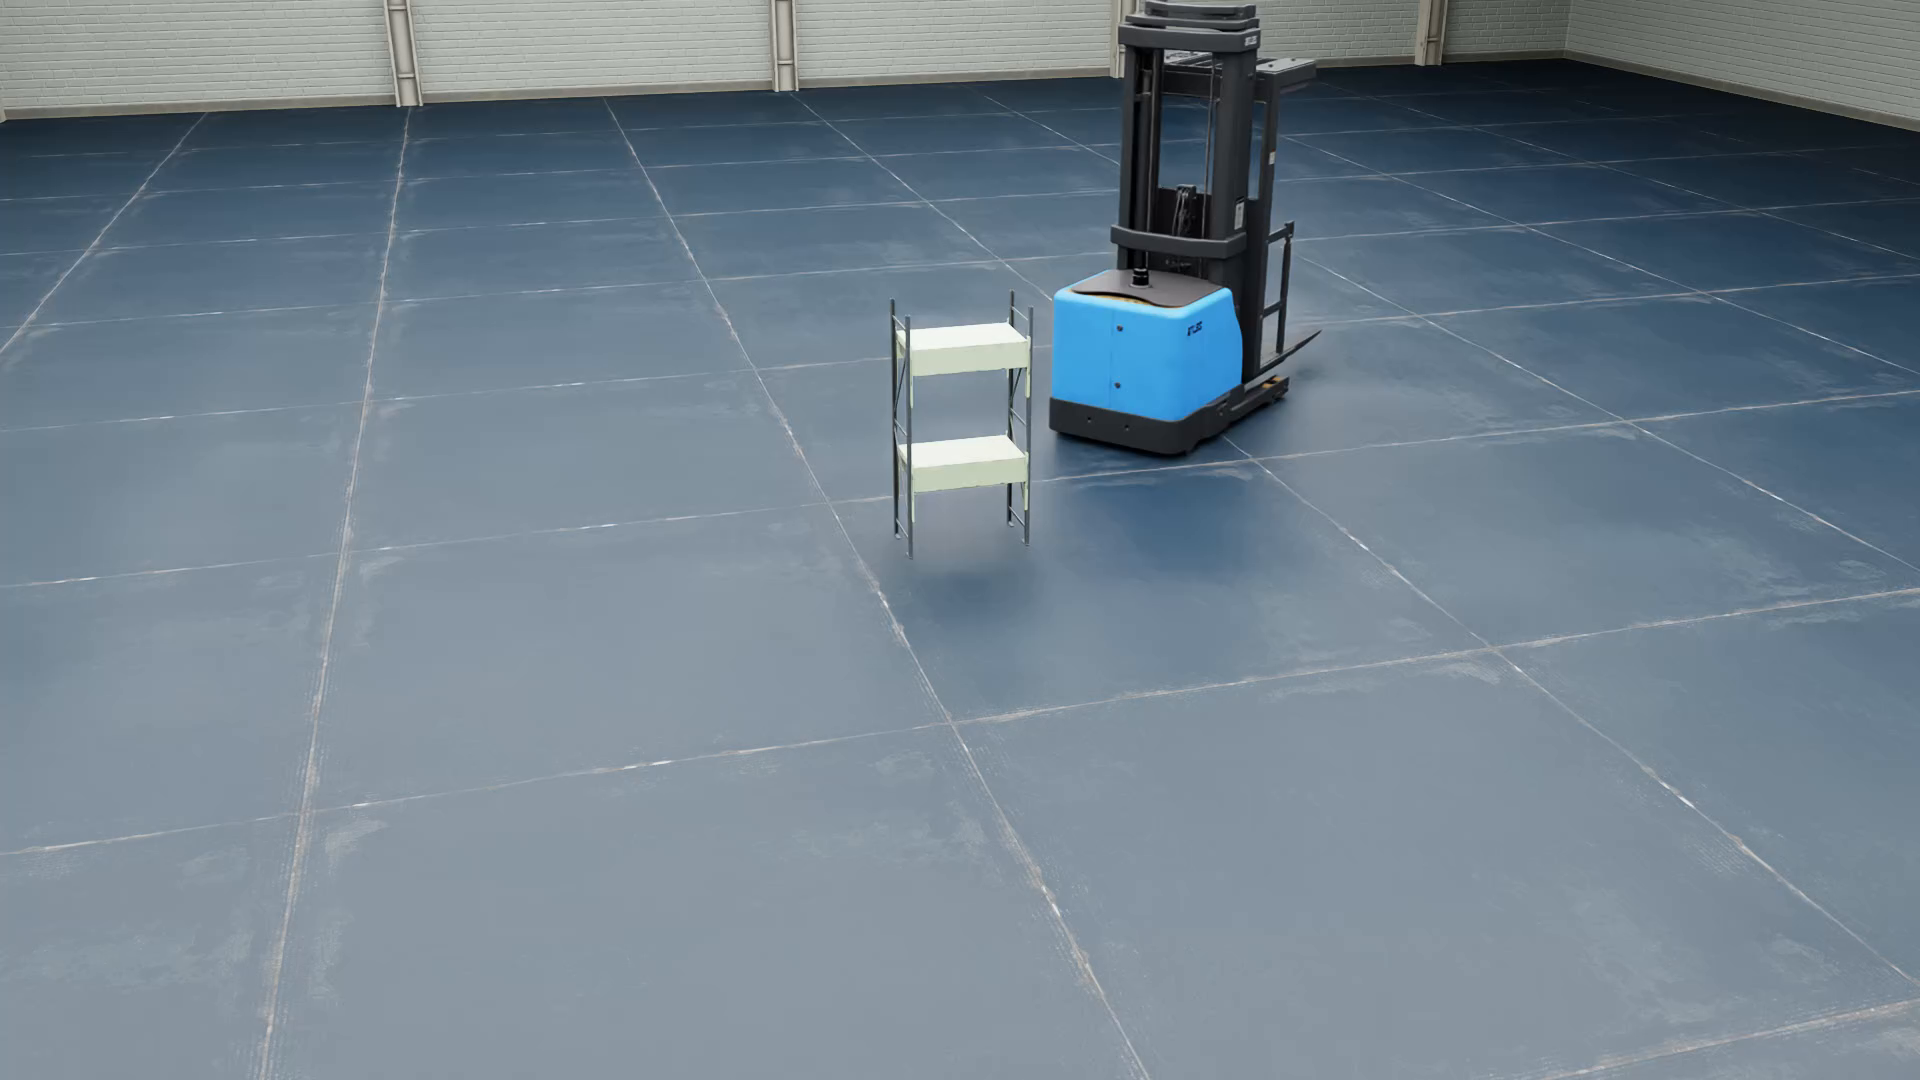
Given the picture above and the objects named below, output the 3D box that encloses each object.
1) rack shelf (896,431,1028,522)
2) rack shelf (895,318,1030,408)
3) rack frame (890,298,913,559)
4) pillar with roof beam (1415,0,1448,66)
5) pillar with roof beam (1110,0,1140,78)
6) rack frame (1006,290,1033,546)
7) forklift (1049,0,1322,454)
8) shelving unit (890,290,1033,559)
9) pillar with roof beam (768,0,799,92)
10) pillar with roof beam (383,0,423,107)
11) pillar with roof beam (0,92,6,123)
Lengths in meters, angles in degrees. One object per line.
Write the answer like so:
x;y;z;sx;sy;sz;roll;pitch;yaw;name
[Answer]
0.006;-0.390;10.084;0.720;0.370;0.431;-6;24;-14;rack shelf
0.006;-1.049;9.802;0.720;0.370;0.431;-6;24;-14;rack shelf
-0.346;-0.651;9.865;0.023;1.500;0.400;-6;24;-14;rack frame
9.804;-11.294;25.159;0.400;9.000;9.100;-6;24;-14;pillar with roof beam
4.027;-10.655;23.670;0.400;9.000;9.100;-6;24;-14;pillar with roof beam
0.359;-0.729;10.047;0.023;1.500;0.400;-6;24;-14;rack frame
1.875;-2.464;12.276;1.130;2.935;3.031;15;27;31;forklift
0.006;-0.690;9.956;0.755;1.500;0.431;-6;24;-14;shelving unit
-1.750;-10.016;22.180;0.400;9.000;9.100;-6;24;-14;pillar with roof beam
-7.527;-9.377;20.691;0.400;9.000;9.100;-6;24;-14;pillar with roof beam
-13.304;-8.738;19.202;0.400;9.000;9.100;-6;24;-14;pillar with roof beam
